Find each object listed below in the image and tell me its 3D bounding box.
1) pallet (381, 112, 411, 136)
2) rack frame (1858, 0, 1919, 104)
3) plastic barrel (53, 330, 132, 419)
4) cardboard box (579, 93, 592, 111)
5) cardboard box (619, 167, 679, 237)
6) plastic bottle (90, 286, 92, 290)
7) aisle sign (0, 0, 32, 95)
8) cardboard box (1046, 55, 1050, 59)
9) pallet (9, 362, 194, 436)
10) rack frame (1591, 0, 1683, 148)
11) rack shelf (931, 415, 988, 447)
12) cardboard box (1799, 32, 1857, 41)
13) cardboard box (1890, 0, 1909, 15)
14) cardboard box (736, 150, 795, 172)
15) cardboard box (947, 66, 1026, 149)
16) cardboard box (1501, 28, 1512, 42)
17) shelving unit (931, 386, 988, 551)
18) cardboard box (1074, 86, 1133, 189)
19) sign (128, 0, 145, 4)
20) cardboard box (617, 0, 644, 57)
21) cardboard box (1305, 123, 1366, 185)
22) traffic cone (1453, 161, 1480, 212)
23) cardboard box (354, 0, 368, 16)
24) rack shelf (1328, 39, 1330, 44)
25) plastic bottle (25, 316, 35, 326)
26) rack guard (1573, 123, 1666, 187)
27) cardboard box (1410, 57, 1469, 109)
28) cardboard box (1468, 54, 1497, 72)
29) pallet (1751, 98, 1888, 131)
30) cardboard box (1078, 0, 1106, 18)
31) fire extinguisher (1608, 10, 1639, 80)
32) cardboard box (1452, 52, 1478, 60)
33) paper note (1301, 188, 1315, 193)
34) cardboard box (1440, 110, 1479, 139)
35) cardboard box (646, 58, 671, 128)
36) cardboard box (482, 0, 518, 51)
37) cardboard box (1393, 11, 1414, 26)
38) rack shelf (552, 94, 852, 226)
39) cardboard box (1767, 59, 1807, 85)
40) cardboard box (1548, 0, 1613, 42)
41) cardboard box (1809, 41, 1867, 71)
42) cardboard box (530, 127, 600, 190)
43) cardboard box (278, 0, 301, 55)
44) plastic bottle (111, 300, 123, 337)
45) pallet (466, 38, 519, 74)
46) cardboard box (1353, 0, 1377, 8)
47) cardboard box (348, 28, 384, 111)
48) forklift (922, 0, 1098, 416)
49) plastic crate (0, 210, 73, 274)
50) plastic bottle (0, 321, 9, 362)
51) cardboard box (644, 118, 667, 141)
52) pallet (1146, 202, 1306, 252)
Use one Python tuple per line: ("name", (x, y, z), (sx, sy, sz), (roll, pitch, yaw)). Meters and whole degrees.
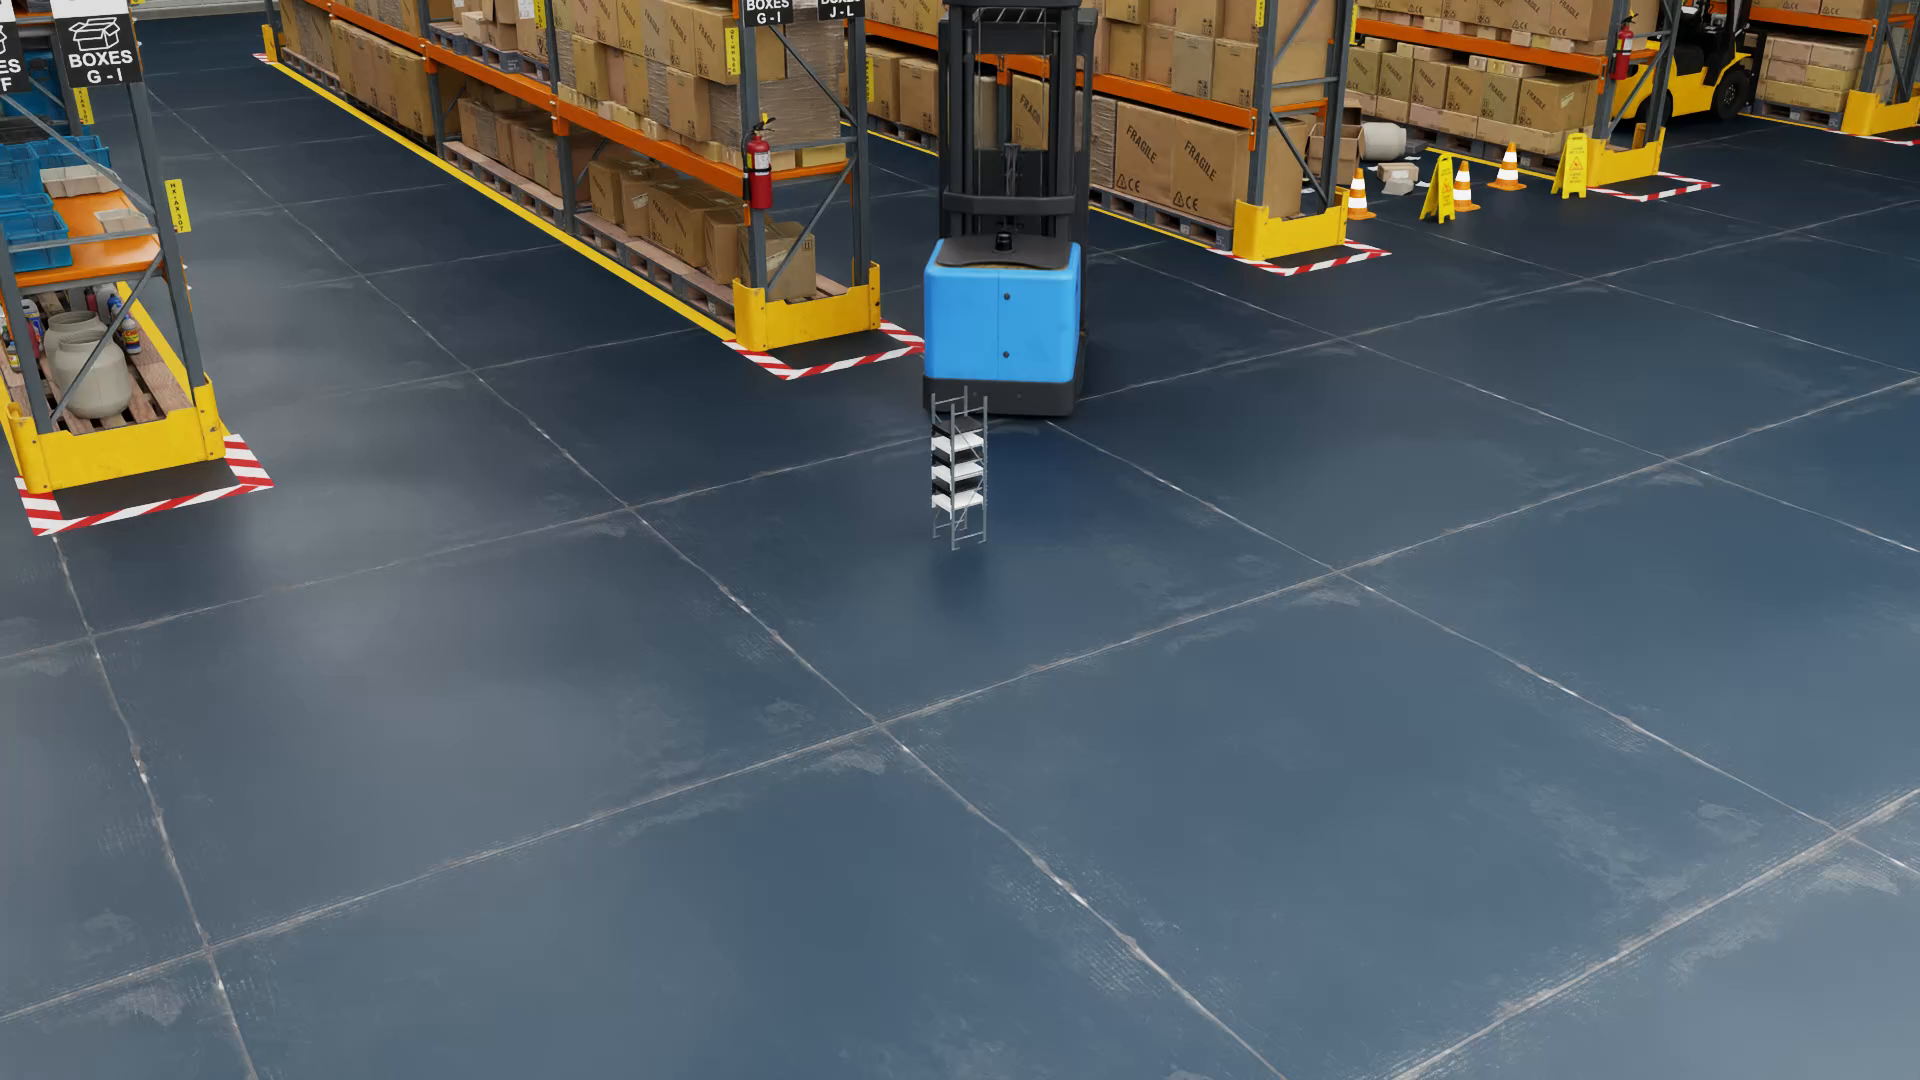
("pallet", (-6.551, -5.303, 20.736), (1.003, 0.211, 1.213), (-16, 29, -30))
("rack frame", (11.305, -6.435, 19.867), (1.000, 3.000, 0.127), (-16, 29, -30))
("plastic barrel", (-5.728, -1.095, 10.979), (0.421, 0.512, 0.421), (0, 25, 0))
("cardboard box", (-3.188, -3.962, 14.923), (0.380, 0.149, 0.250), (-16, 29, -30))
("cardboard box", (-2.834, -3.102, 15.243), (0.500, 0.500, 0.500), (-6, 26, -13))
("plastic bottle", (-6.790, -2.013, 13.088), (0.144, 0.351, 0.185), (-17, 30, -32))
("aisle sign", (-5.514, -2.894, 9.320), (0.394, 0.787, 0.004), (-16, 29, -30))
("cardboard box", (1.403, -5.265, 17.213), (0.875, 0.550, 0.550), (-16, 29, -30))
("pallet", (-5.824, -0.860, 11.324), (1.003, 0.211, 1.213), (-16, 29, -30))
("rack frame", (7.148, -5.277, 17.414), (1.000, 3.000, 0.127), (-16, 29, -30))
("rack shelf", (-0.004, -0.624, 9.463), (0.258, 0.077, 0.200), (-16, 29, -30))
("cardboard box", (10.926, -6.227, 20.985), (0.500, 0.250, 0.500), (-15, 29, -29))
("cardboard box", (11.268, -6.722, 20.358), (0.500, 0.500, 0.500), (-14, 29, -28))
("cardboard box", (-1.483, -2.907, 12.689), (0.380, 0.149, 0.250), (-16, 29, -30))
("cardboard box", (0.458, -4.891, 18.741), (1.050, 0.750, 0.750), (-16, 29, -30))
("cardboard box", (6.224, -5.618, 18.431), (0.380, 0.149, 0.250), (-15, 29, -29))
("shelving unit", (-0.004, -0.410, 9.564), (0.258, 0.900, 0.210), (-16, 29, -30))
("cardboard box", (1.653, -4.184, 17.096), (0.875, 0.875, 0.875), (-15, 29, -29))
("sign", (-4.841, -3.300, 9.703), (0.100, 0.325, 0.005), (-16, 29, -30))
("cardboard box", (-2.477, -4.276, 13.657), (0.500, 0.500, 0.500), (-16, 29, -30))
("cardboard box", (4.068, -4.186, 18.028), (0.637, 0.503, 0.797), (7, 26, 15))
("traffic cone", (5.088, -3.602, 16.839), (0.336, 0.463, 0.334), (-16, 29, -30))
("cardboard box", (-7.116, -6.723, 20.361), (0.500, 0.500, 0.500), (-16, 30, -31))
("rack shelf", (3.873, -7.097, 22.113), (1.077, 0.370, 4.000), (-16, 29, -30))
("plastic bottle", (-6.881, -1.549, 12.281), (0.097, 0.201, 0.097), (0, 25, 0))
("rack guard", (7.107, -4.173, 18.005), (1.175, 0.500, 0.348), (-16, 29, -30))
("cardboard box", (5.644, -5.344, 19.408), (0.500, 0.500, 0.500), (-14, 29, -27))
("cardboard box", (5.959, -5.382, 18.728), (0.380, 0.149, 0.250), (-14, 29, -27))
("pallet", (10.853, -5.438, 21.021), (1.003, 0.211, 1.213), (-16, 29, -30))
("cardboard box", (1.623, -5.539, 16.529), (0.875, 0.550, 0.550), (-16, 29, -30))
("fire extinguisher", (6.825, -5.093, 17.116), (0.296, 0.674, 0.183), (-16, 29, -30))
("cardboard box", (6.071, -5.480, 19.695), (0.500, 0.500, 0.500), (-14, 29, -27))
("paper note", (3.646, -3.685, 17.522), (0.144, 0.017, 0.142), (-6, 26, -12))
("cardboard box", (5.915, -4.823, 19.181), (0.500, 0.250, 0.500), (-17, 30, -31))
("cardboard box", (-2.042, -3.690, 13.587), (0.875, 0.500, 0.500), (-16, 29, -30))
("cardboard box", (-4.362, -5.233, 16.708), (0.797, 0.503, 0.637), (-12, 28, -24))
("cardboard box", (5.326, -6.144, 19.545), (0.380, 0.149, 0.250), (-15, 29, -28))
("rack shelf", (-2.246, -3.357, 14.191), (1.077, 0.370, 4.000), (-16, 29, -30))
("cardboard box", (10.513, -5.890, 20.857), (0.500, 0.250, 0.500), (-16, 30, -30))
("cardboard box", (6.621, -5.586, 17.604), (0.500, 0.500, 0.500), (-16, 30, -30))
("cardboard box", (10.793, -5.925, 20.346), (0.500, 0.250, 0.500), (-14, 29, -28))
("cardboard box", (-3.900, -3.866, 16.839), (0.700, 0.500, 0.500), (-16, 29, -30))
("cardboard box", (-9.473, -7.709, 24.563), (0.875, 0.875, 0.875), (-16, 29, -30))
("plastic bottle", (-6.275, -1.658, 12.428), (0.097, 0.271, 0.097), (0, 25, 0))
("pallet", (-4.407, -5.043, 17.144), (1.003, 0.211, 1.213), (-16, 29, -30))
("cardboard box", (4.972, -6.665, 19.889), (0.500, 0.500, 0.500), (-16, 29, -30))
("cardboard box", (-6.851, -5.945, 20.826), (1.225, 0.875, 0.875), (-17, 30, -31))
("forklift", (0.417, -2.768, 12.181), (1.130, 2.935, 3.031), (3, 25, 6))
("plastic crate", (-5.828, -1.855, 10.340), (0.499, 0.251, 0.616), (-16, 29, -30))
("plastic bottle", (-6.789, -1.431, 11.944), (0.152, 0.276, 0.135), (-15, 29, -29))
("cardboard box", (-2.390, -3.419, 13.774), (0.380, 0.149, 0.250), (-16, 29, -30))
("pallet", (2.554, -3.094, 16.056), (1.003, 0.211, 1.213), (-16, 29, -30))
